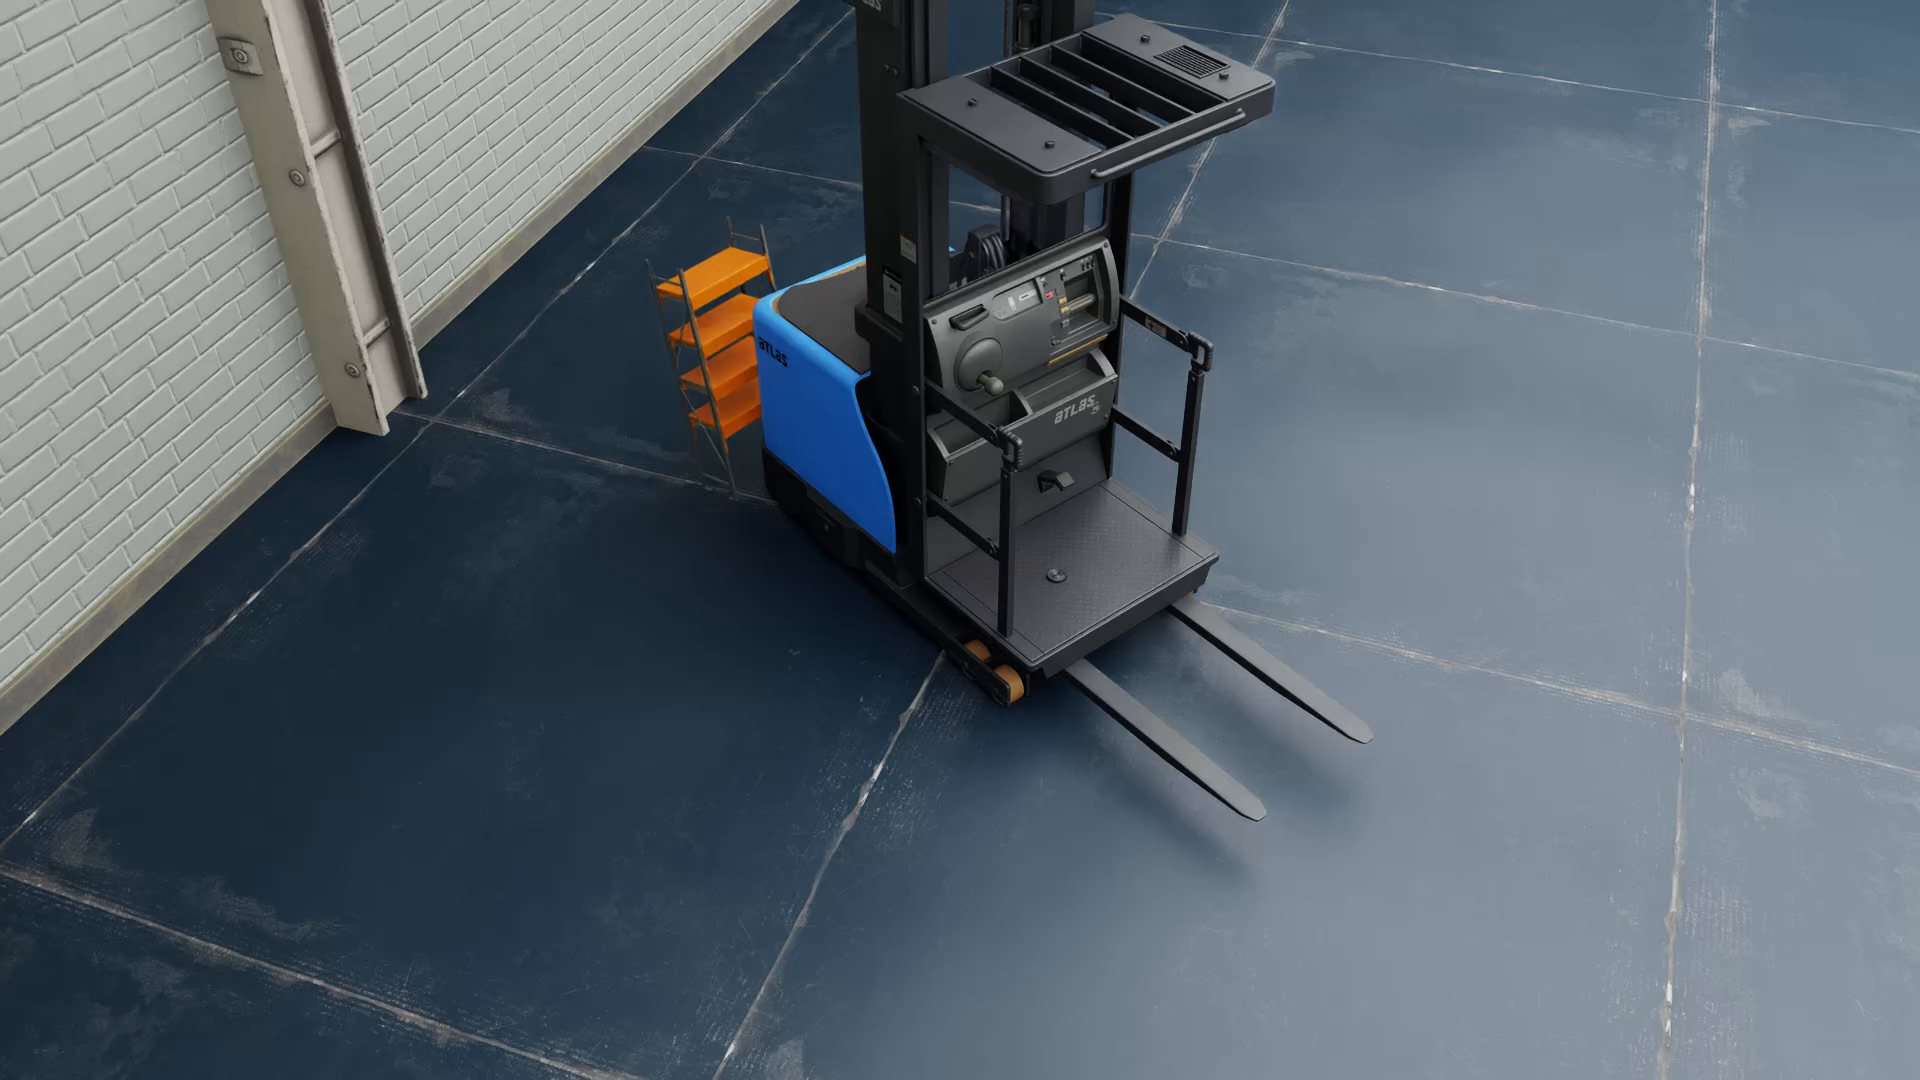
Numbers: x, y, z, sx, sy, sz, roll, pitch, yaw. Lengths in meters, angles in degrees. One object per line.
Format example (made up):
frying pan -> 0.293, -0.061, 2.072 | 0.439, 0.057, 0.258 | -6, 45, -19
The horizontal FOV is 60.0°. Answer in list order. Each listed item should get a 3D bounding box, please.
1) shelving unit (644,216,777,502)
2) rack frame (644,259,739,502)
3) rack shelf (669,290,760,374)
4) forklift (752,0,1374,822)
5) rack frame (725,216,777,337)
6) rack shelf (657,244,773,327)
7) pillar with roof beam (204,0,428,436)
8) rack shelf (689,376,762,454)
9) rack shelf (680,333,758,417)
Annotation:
shelving unit -> -1.061, -0.831, 7.730 | 0.258, 1.200, 0.503 | 20, 44, 36
rack frame -> -1.217, -0.710, 7.587 | 0.240, 1.200, 0.015 | 20, 44, 36
rack shelf -> -1.081, -0.960, 7.643 | 0.258, 0.148, 0.480 | 20, 44, 36
forklift -> 0.395, -0.802, 6.386 | 1.130, 2.935, 3.031 | -28, 48, -29
rack frame -> -0.904, -0.953, 7.872 | 0.240, 1.200, 0.015 | 20, 44, 36
rack shelf -> -1.111, -1.154, 7.511 | 0.258, 0.148, 0.480 | 20, 44, 36
pillar with roof beam -> 1.088, -3.141, 4.452 | 9.100, 9.000, 0.400 | 13, 42, 15
rack shelf -> -1.026, -0.613, 7.877 | 0.258, 0.148, 0.480 | 20, 44, 36
rack shelf -> -1.052, -0.776, 7.767 | 0.258, 0.148, 0.480 | 20, 44, 36
